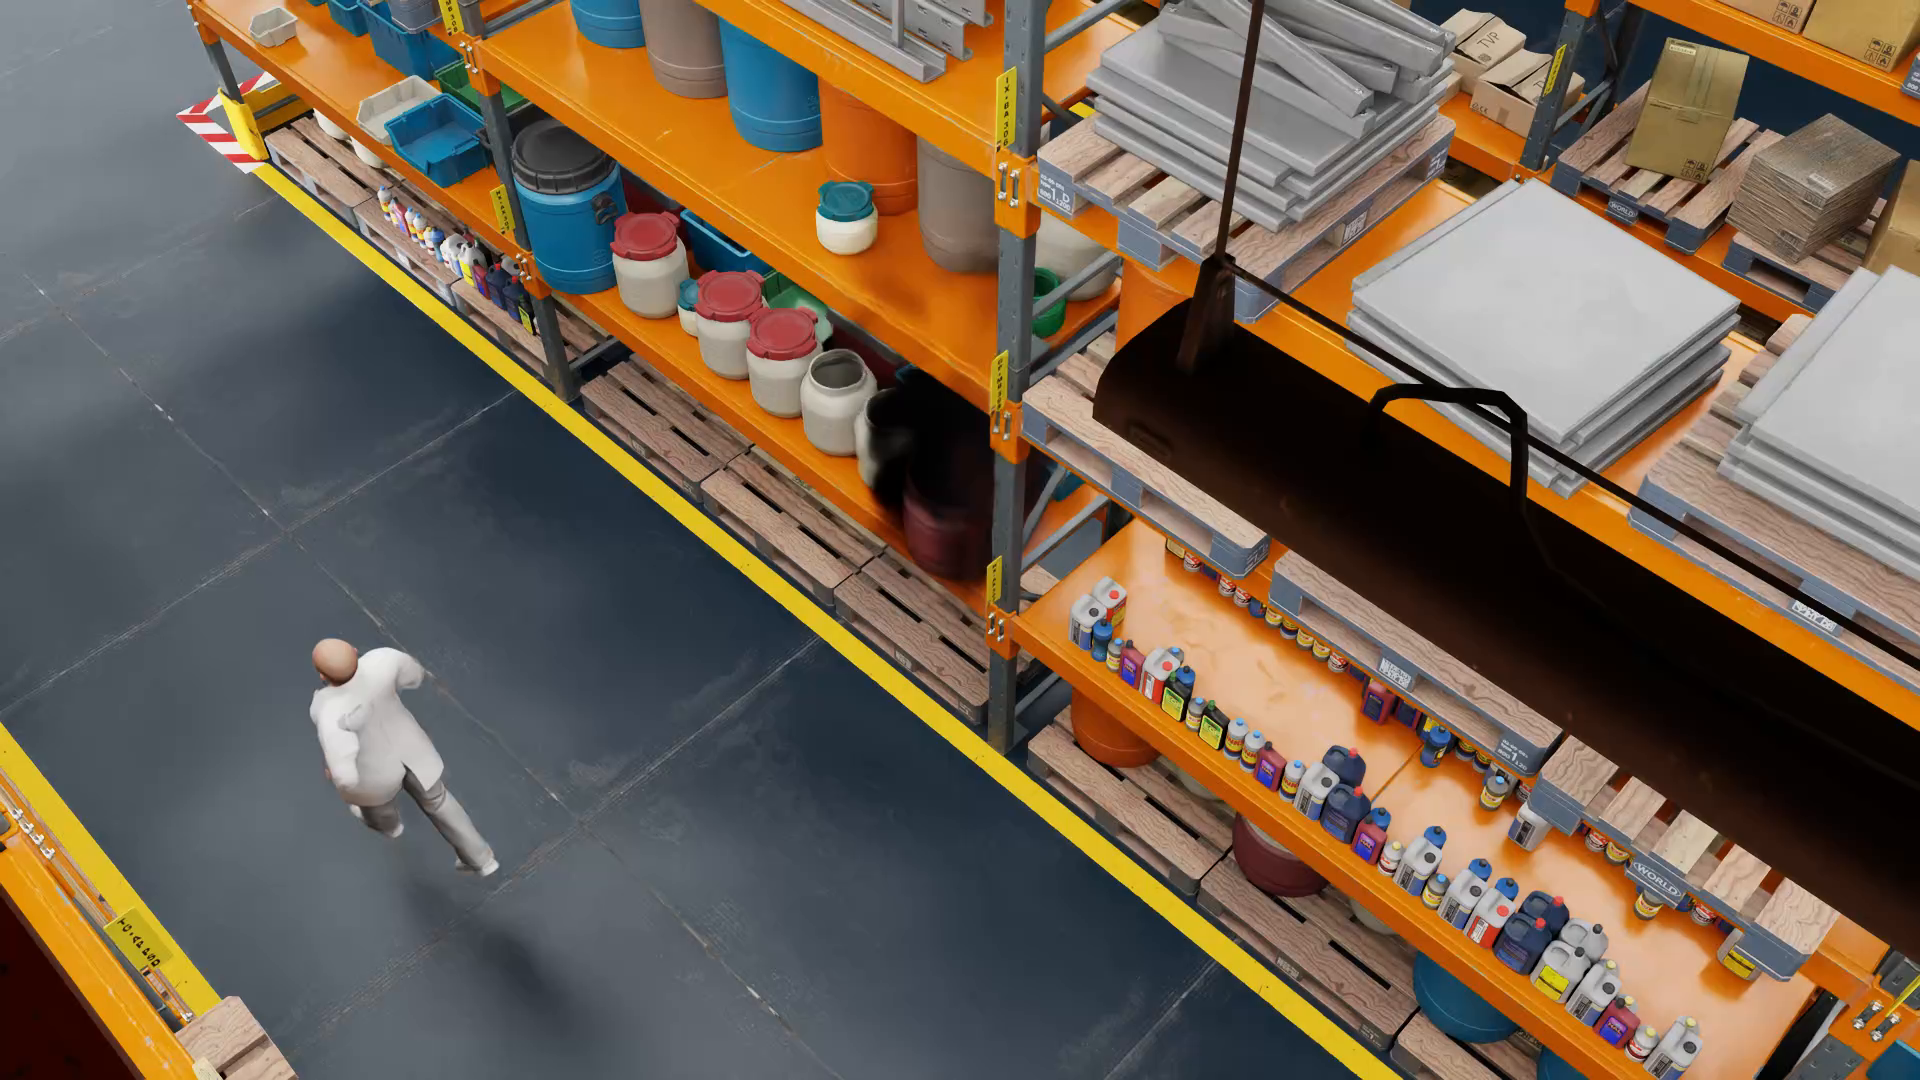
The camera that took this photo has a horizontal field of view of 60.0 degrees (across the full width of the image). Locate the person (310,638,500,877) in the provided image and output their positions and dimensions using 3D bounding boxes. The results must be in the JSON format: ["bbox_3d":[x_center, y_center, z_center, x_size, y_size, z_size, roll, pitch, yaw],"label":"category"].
[{"bbox_3d":[-2.777,1.036,7.972,1.004,1.826,0.714,26,55,20],"label":"person"}]
